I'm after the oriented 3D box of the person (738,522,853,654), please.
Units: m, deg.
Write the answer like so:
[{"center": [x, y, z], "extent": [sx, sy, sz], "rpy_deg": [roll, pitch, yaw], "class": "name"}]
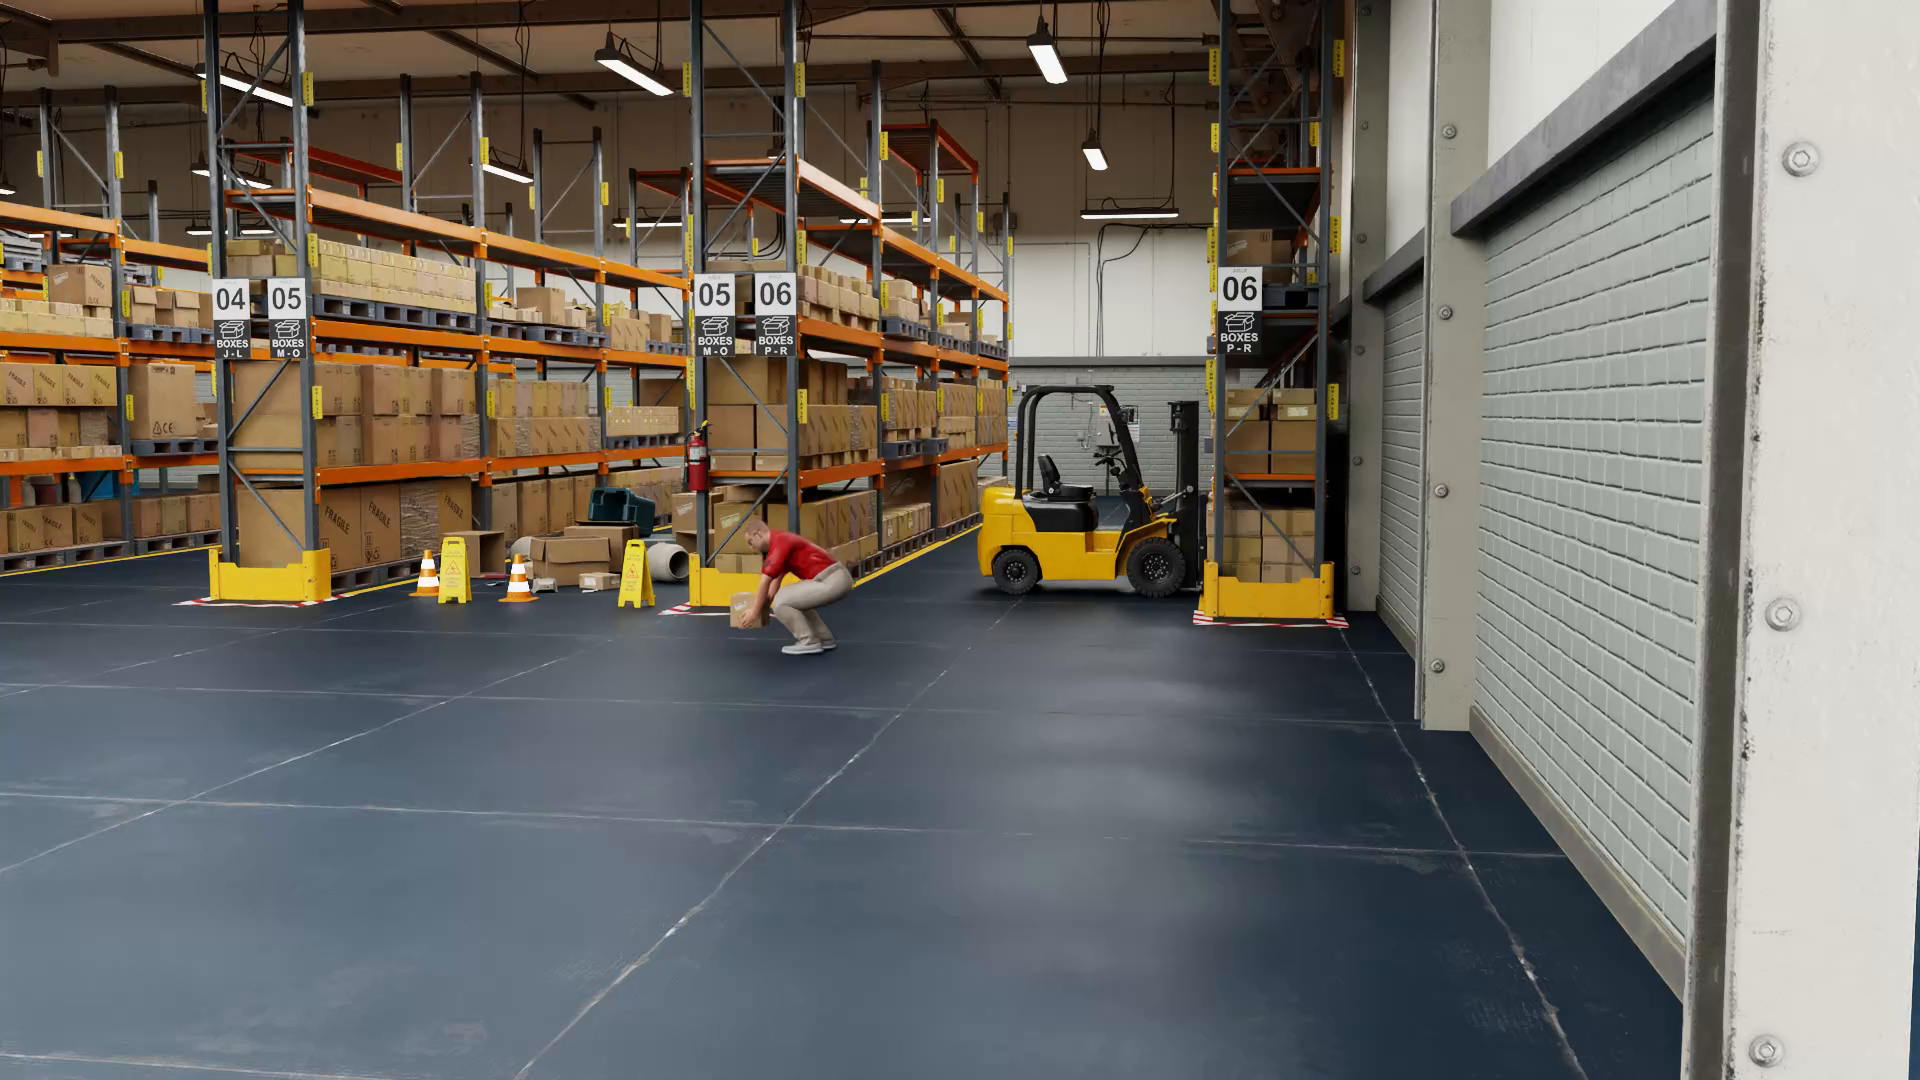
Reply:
[{"center": [-1.292, 0.371, 13.022], "extent": [0.872, 1.028, 0.569], "rpy_deg": [1, 4, 8], "class": "person"}]
